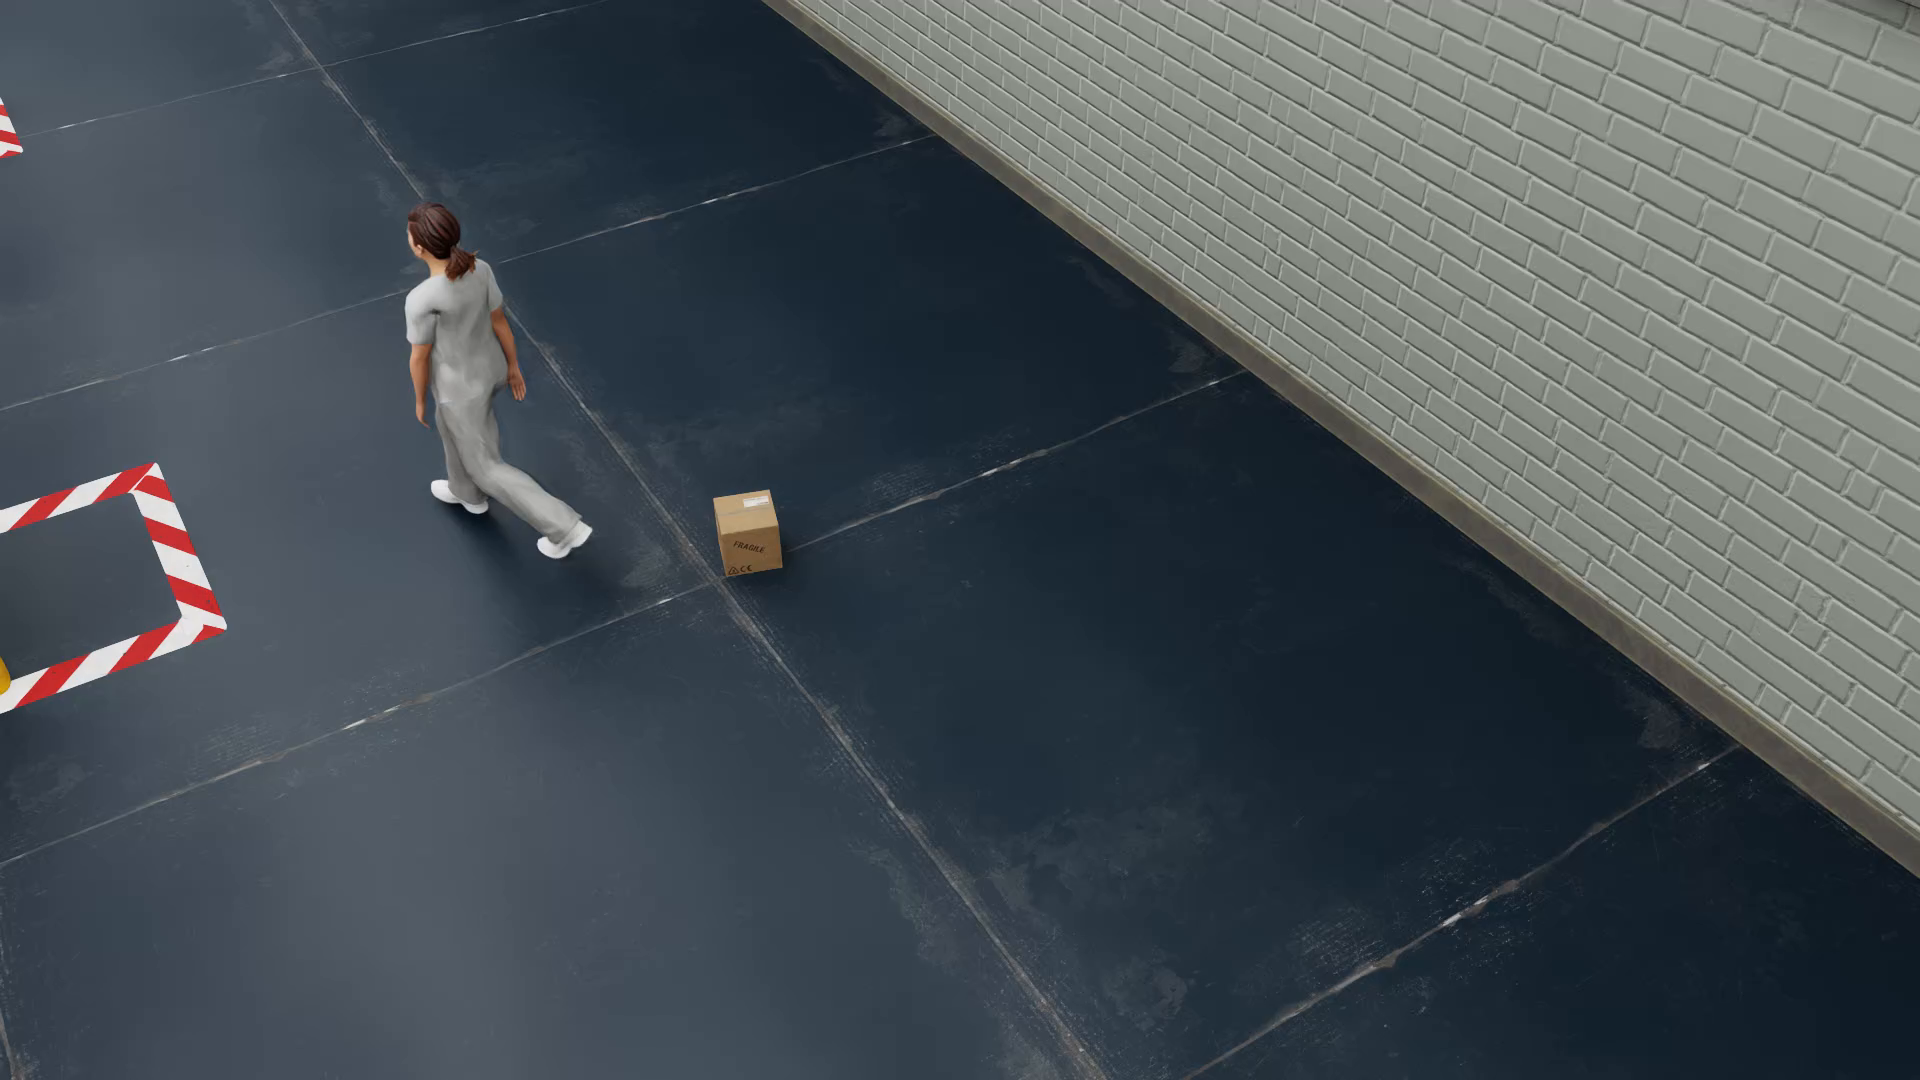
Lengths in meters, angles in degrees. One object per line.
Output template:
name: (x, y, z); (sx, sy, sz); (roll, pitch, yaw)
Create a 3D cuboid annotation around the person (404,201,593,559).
person: (-1.998, -0.644, 6.893); (0.995, 1.615, 0.447); (16, 44, 18)
